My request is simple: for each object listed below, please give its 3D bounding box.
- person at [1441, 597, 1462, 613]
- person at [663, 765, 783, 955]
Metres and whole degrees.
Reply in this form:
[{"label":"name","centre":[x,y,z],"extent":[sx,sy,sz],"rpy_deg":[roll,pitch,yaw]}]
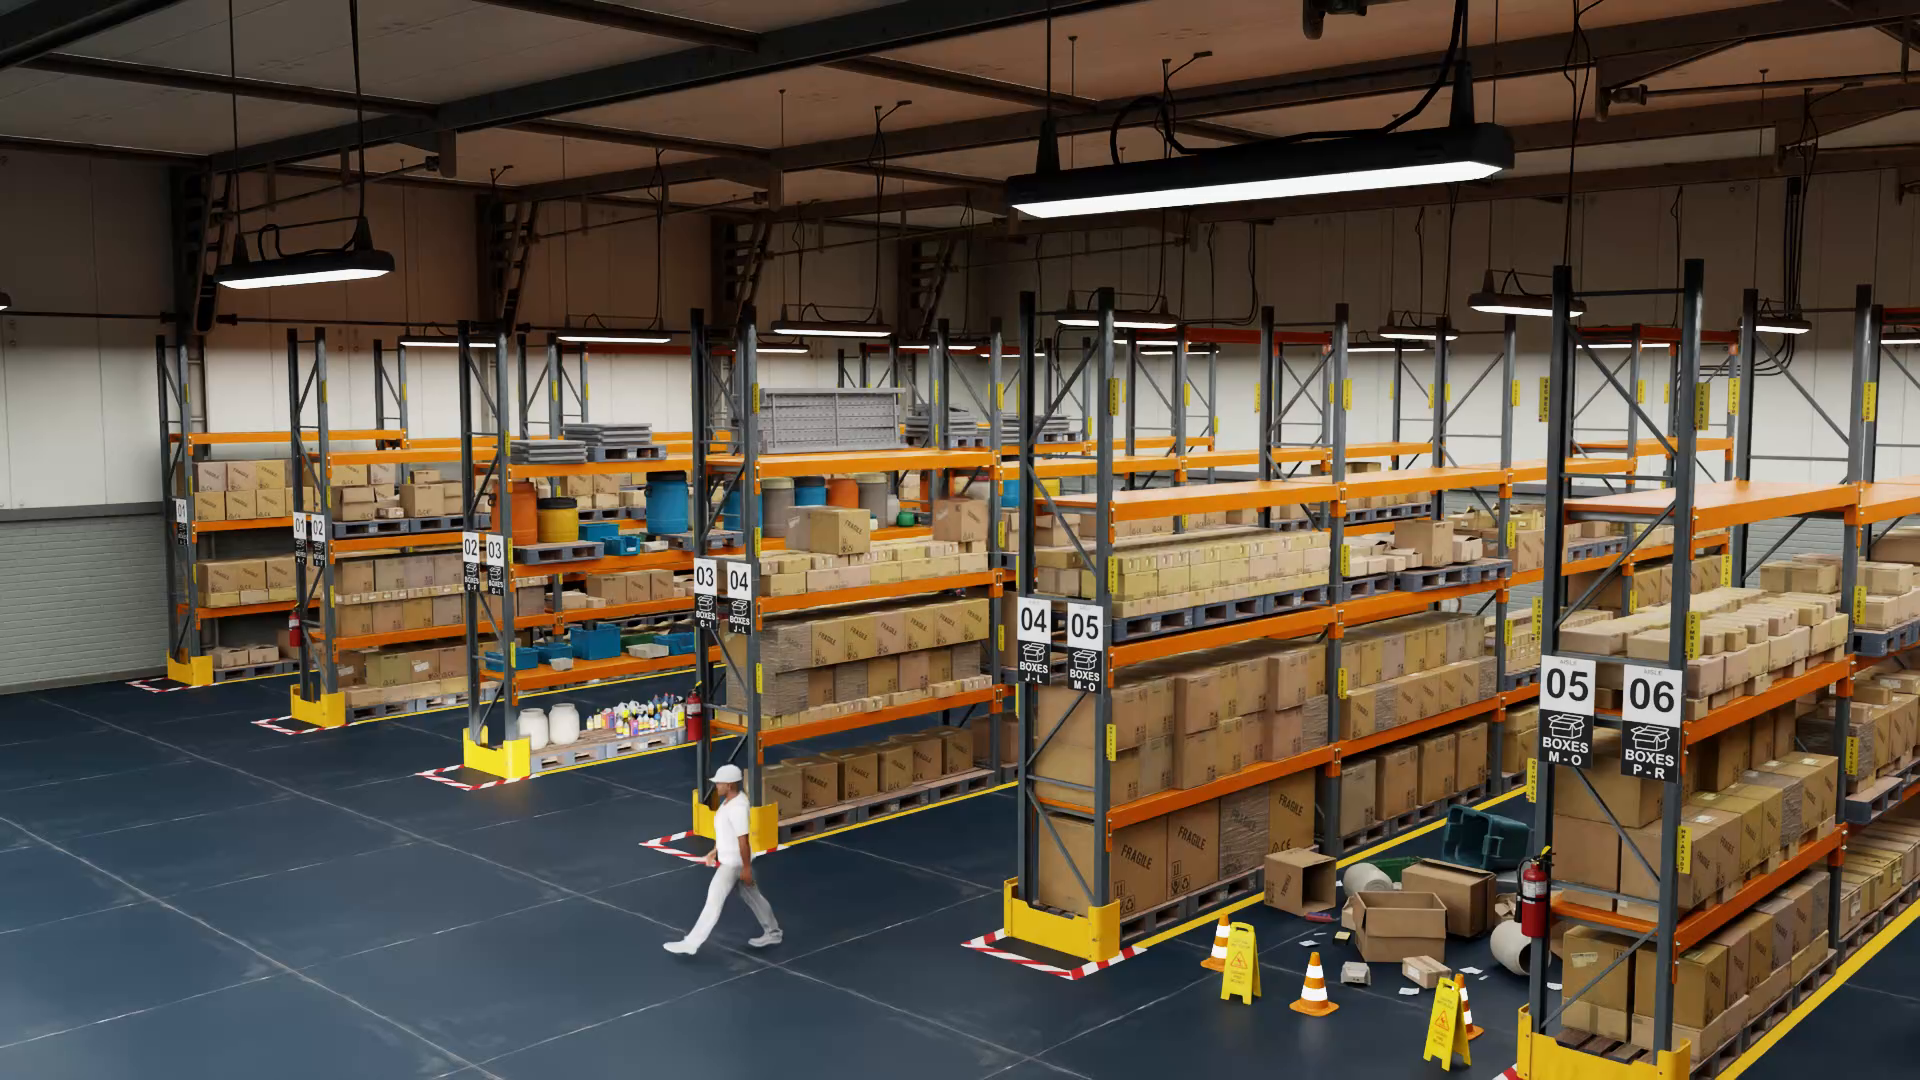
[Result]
[{"label":"person","centre":[9.265,1.365,31.690],"extent":[0.496,1.626,0.806],"rpy_deg":[-1,5,-8]},{"label":"person","centre":[-2.146,2.875,15.074],"extent":[1.060,1.702,0.600],"rpy_deg":[0,5,-5]}]
